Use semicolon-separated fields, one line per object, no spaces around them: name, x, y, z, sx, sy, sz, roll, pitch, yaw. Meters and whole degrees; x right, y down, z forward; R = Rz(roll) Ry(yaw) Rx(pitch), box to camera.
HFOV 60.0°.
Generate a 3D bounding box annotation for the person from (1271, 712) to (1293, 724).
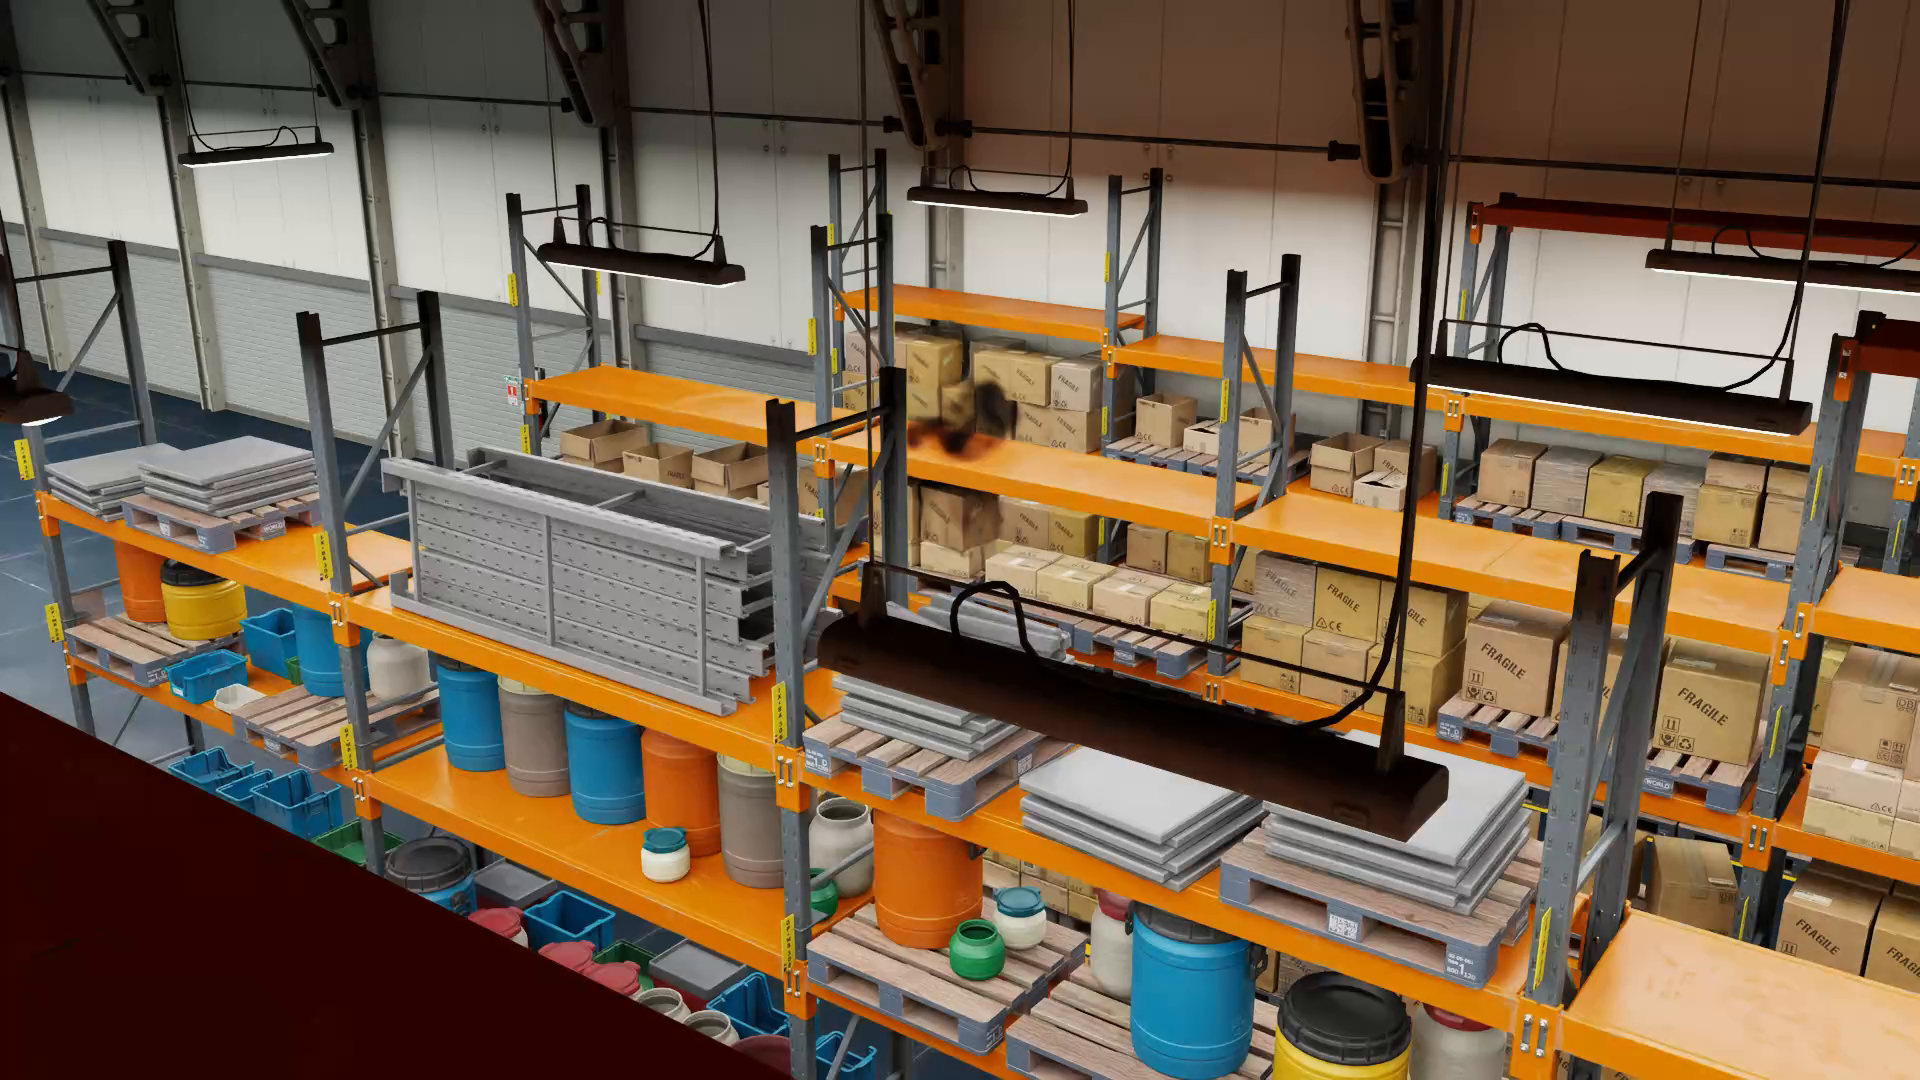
person;3.077;1.820;16.167;0.835;1.698;0.688;12;22;33
